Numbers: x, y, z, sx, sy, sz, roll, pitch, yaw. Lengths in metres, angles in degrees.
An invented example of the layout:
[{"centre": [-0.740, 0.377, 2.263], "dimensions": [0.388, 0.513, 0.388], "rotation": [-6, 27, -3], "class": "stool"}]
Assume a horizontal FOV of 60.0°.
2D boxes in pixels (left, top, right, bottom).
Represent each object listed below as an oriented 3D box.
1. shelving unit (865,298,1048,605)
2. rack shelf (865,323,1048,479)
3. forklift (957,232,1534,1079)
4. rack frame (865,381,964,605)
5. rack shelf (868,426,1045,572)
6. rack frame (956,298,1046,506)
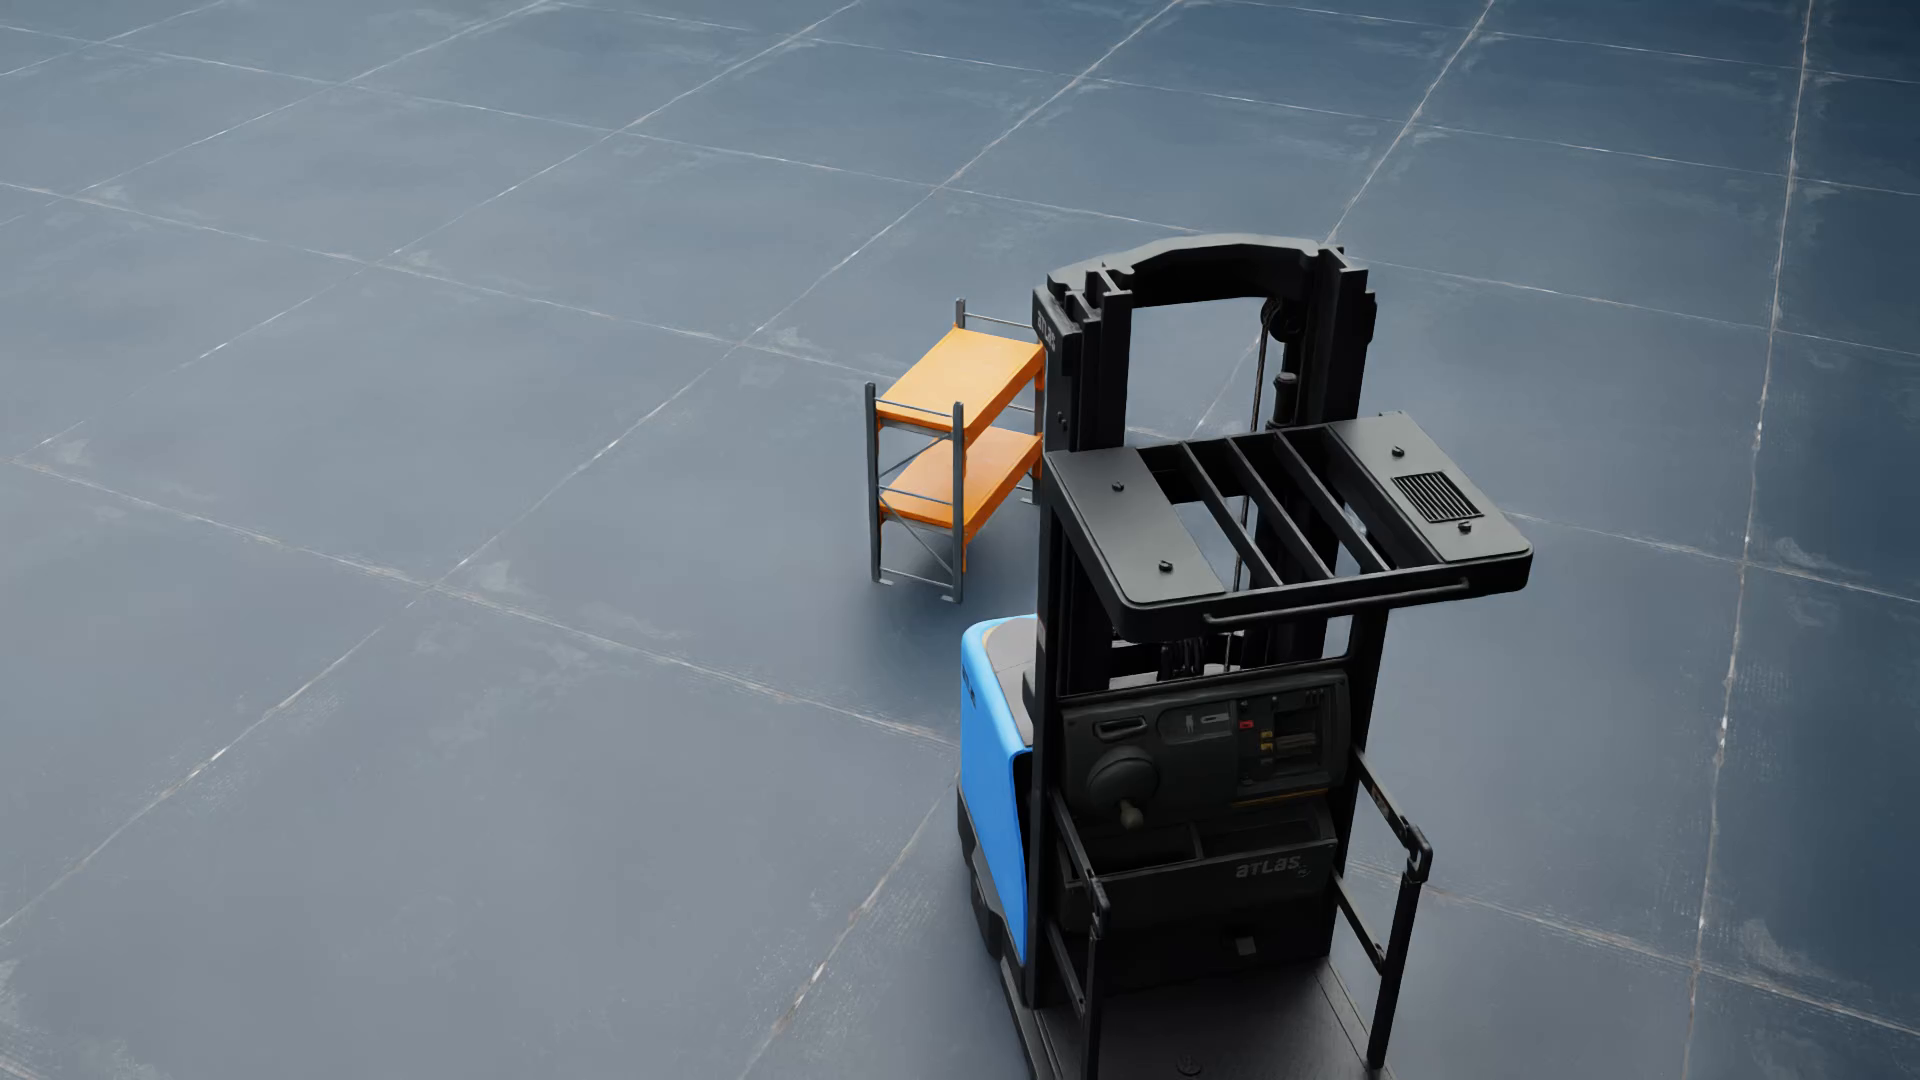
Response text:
[{"centre": [-0.003, -0.467, 8.436], "dimensions": [0.538, 1.125, 1.048], "rotation": [14, 36, 20], "class": "shelving unit"}, {"centre": [-0.003, -0.712, 8.276], "dimensions": [0.538, 0.278, 1.000], "rotation": [14, 36, 20], "class": "rack shelf"}, {"centre": [0.822, 0.713, 4.989], "dimensions": [1.130, 2.935, 3.031], "rotation": [-7, 34, -11], "class": "forklift"}, {"centre": [-0.216, -0.214, 8.050], "dimensions": [0.500, 1.125, 0.032], "rotation": [14, 36, 20], "class": "rack frame"}, {"centre": [-0.003, -0.263, 8.570], "dimensions": [0.538, 0.278, 1.000], "rotation": [14, 36, 20], "class": "rack shelf"}, {"centre": [0.210, -0.720, 8.823], "dimensions": [0.500, 1.125, 0.032], "rotation": [14, 36, 20], "class": "rack frame"}]
